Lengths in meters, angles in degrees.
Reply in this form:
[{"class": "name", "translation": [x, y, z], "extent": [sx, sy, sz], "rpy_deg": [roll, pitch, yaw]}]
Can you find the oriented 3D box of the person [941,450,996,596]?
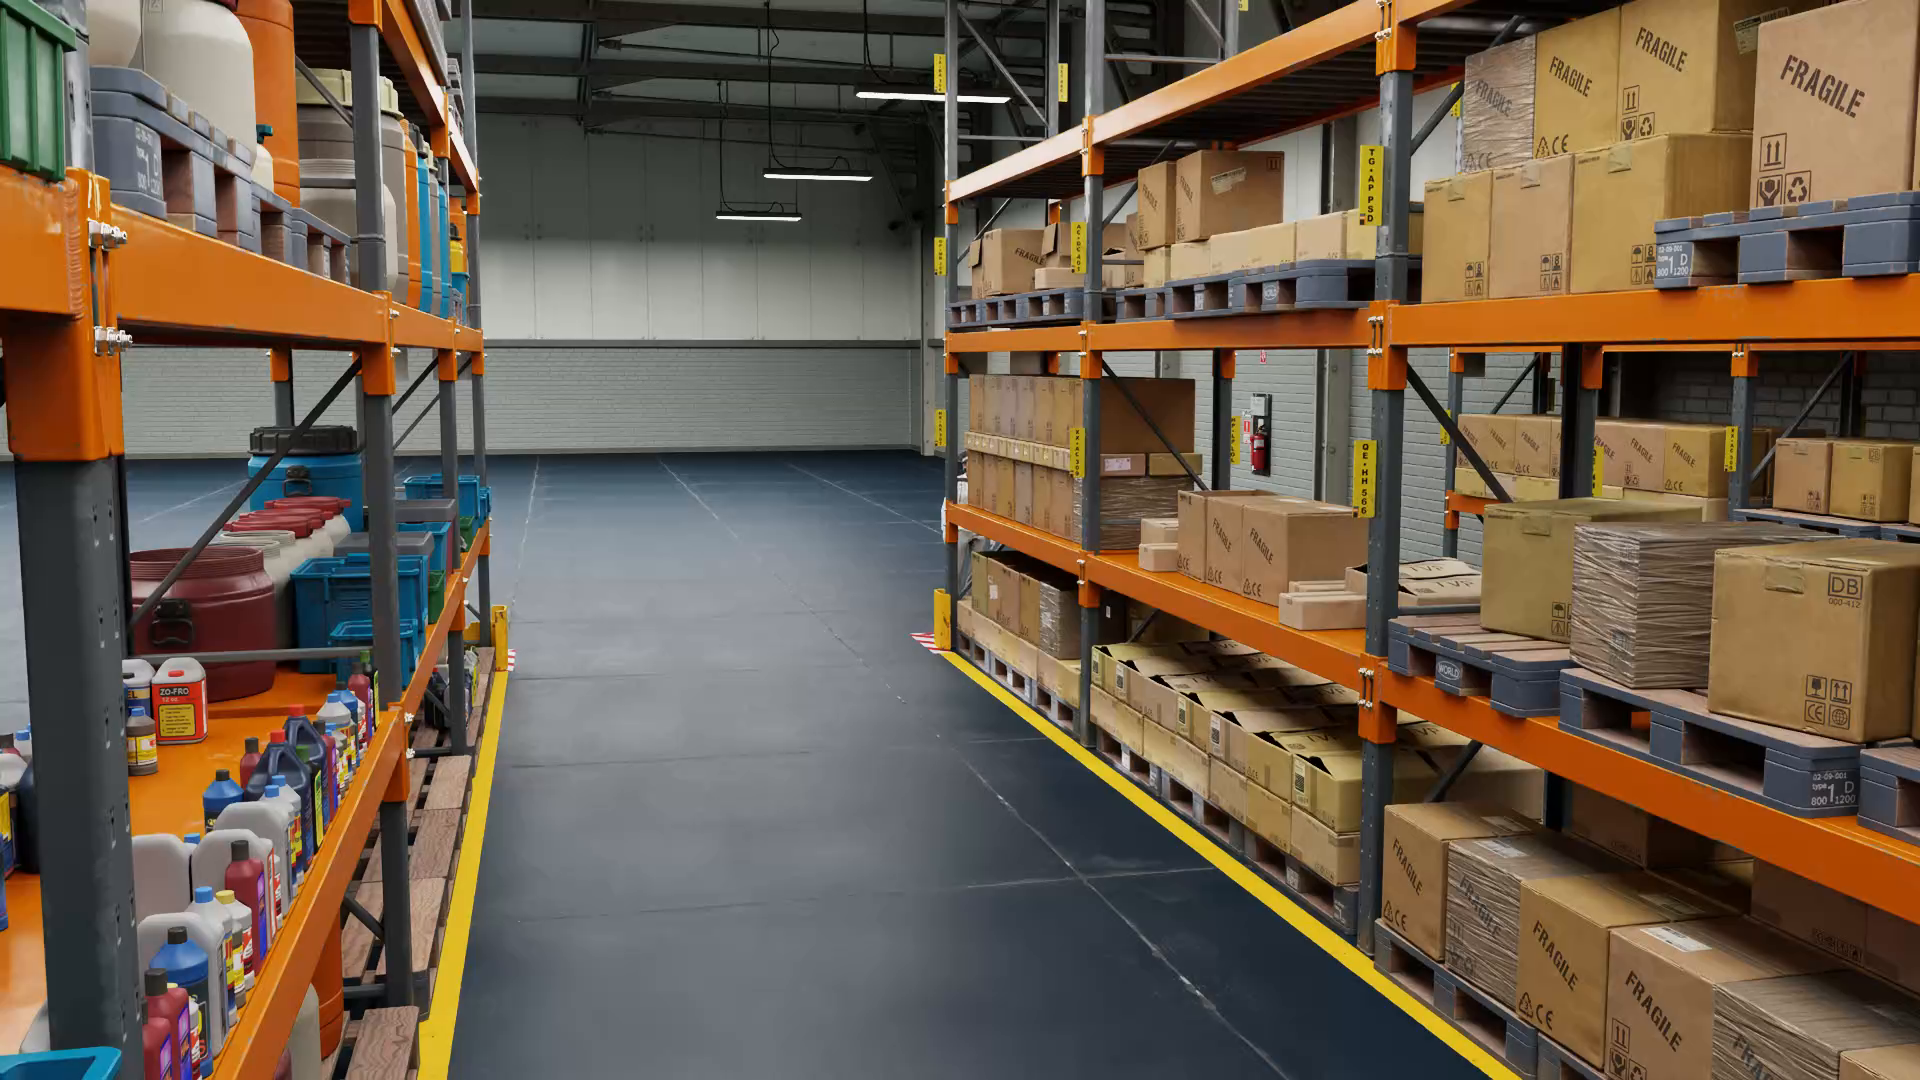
[{"class": "person", "translation": [0.105, -0.056, 16.463], "extent": [0.587, 1.694, 0.529], "rpy_deg": [-2, 6, -14]}]
